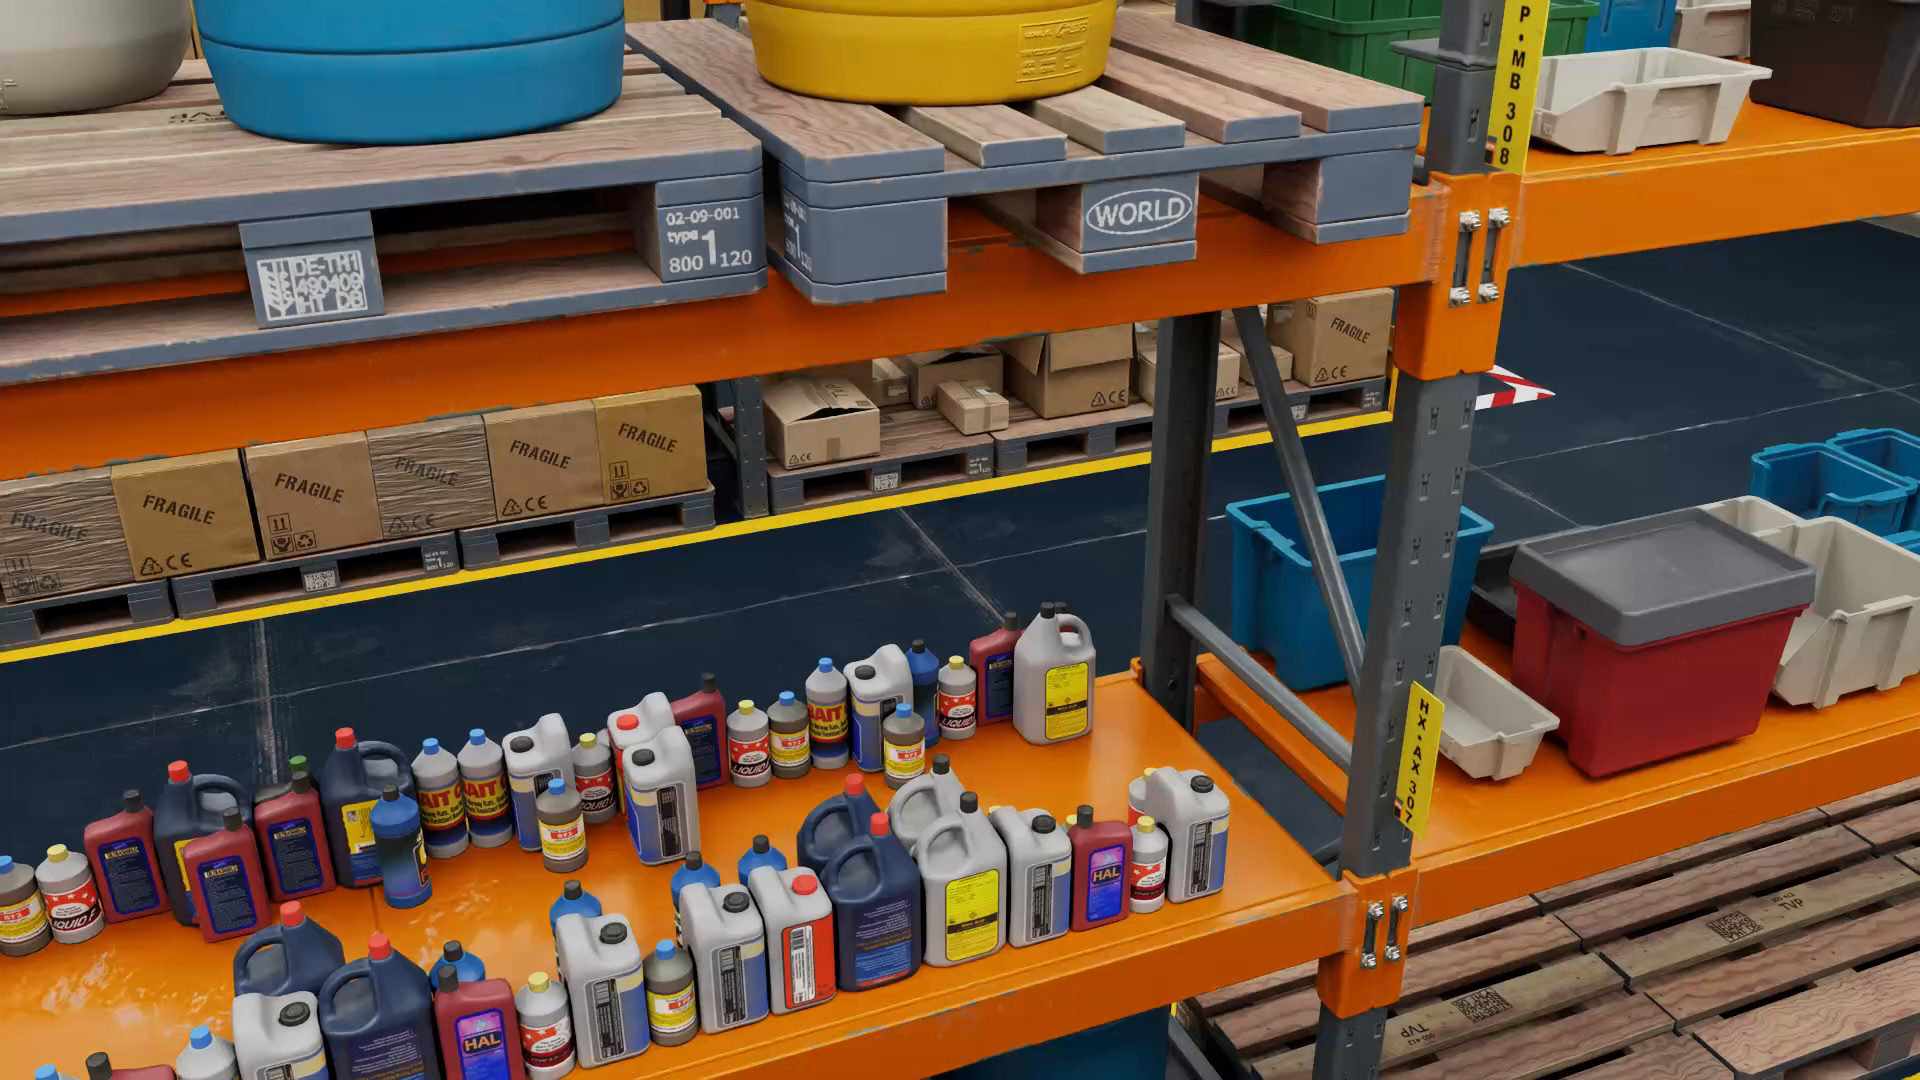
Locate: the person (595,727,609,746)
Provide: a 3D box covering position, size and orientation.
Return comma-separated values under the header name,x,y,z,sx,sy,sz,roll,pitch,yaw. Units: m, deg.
name,x,y,z,sx,sy,sz,roll,pitch,yaw
person,-0.945,0.936,5.341,0.468,0.793,0.841,-11,28,-21
